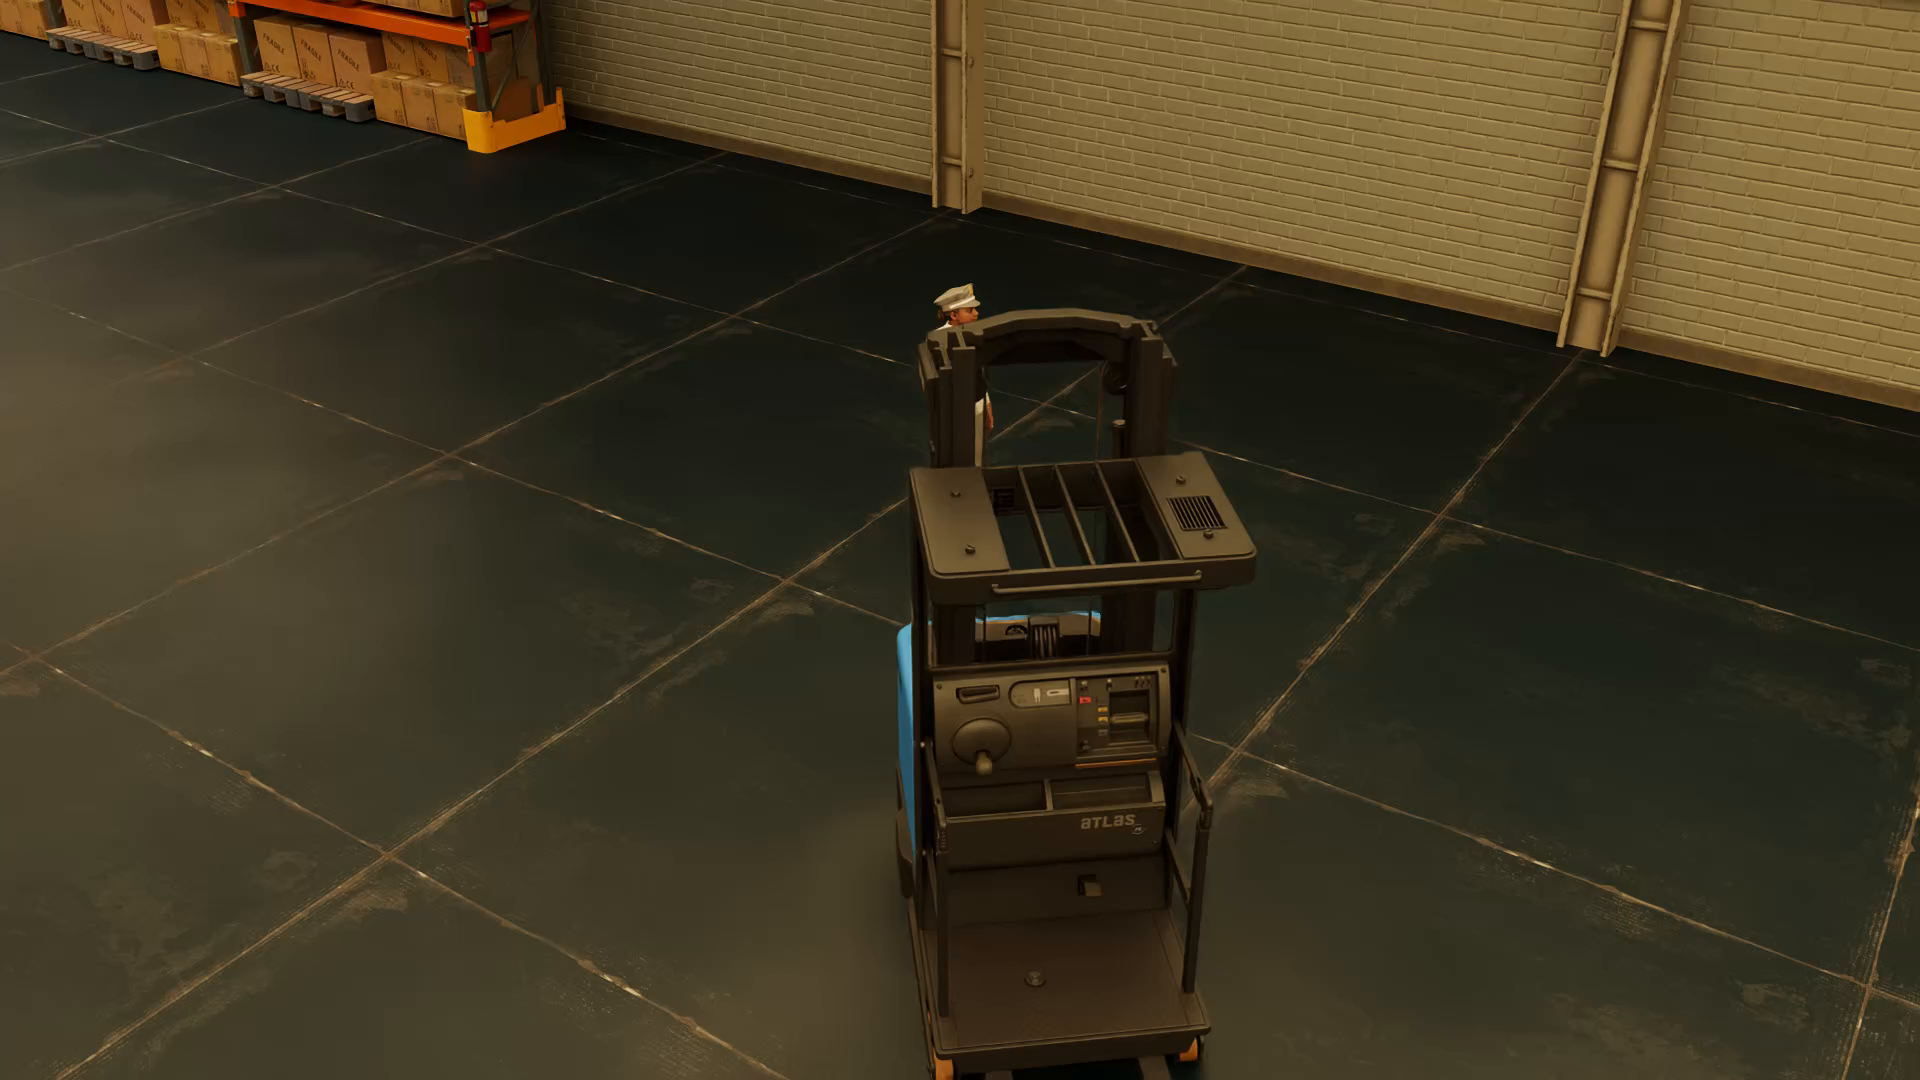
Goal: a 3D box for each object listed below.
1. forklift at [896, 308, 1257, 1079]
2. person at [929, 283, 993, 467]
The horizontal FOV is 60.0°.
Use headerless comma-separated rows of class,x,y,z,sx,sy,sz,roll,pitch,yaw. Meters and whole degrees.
forklift,0.390,0.746,6.297,1.130,2.935,3.031,-4,30,-6
person,0.051,-0.710,10.020,0.530,1.695,0.569,19,35,29
